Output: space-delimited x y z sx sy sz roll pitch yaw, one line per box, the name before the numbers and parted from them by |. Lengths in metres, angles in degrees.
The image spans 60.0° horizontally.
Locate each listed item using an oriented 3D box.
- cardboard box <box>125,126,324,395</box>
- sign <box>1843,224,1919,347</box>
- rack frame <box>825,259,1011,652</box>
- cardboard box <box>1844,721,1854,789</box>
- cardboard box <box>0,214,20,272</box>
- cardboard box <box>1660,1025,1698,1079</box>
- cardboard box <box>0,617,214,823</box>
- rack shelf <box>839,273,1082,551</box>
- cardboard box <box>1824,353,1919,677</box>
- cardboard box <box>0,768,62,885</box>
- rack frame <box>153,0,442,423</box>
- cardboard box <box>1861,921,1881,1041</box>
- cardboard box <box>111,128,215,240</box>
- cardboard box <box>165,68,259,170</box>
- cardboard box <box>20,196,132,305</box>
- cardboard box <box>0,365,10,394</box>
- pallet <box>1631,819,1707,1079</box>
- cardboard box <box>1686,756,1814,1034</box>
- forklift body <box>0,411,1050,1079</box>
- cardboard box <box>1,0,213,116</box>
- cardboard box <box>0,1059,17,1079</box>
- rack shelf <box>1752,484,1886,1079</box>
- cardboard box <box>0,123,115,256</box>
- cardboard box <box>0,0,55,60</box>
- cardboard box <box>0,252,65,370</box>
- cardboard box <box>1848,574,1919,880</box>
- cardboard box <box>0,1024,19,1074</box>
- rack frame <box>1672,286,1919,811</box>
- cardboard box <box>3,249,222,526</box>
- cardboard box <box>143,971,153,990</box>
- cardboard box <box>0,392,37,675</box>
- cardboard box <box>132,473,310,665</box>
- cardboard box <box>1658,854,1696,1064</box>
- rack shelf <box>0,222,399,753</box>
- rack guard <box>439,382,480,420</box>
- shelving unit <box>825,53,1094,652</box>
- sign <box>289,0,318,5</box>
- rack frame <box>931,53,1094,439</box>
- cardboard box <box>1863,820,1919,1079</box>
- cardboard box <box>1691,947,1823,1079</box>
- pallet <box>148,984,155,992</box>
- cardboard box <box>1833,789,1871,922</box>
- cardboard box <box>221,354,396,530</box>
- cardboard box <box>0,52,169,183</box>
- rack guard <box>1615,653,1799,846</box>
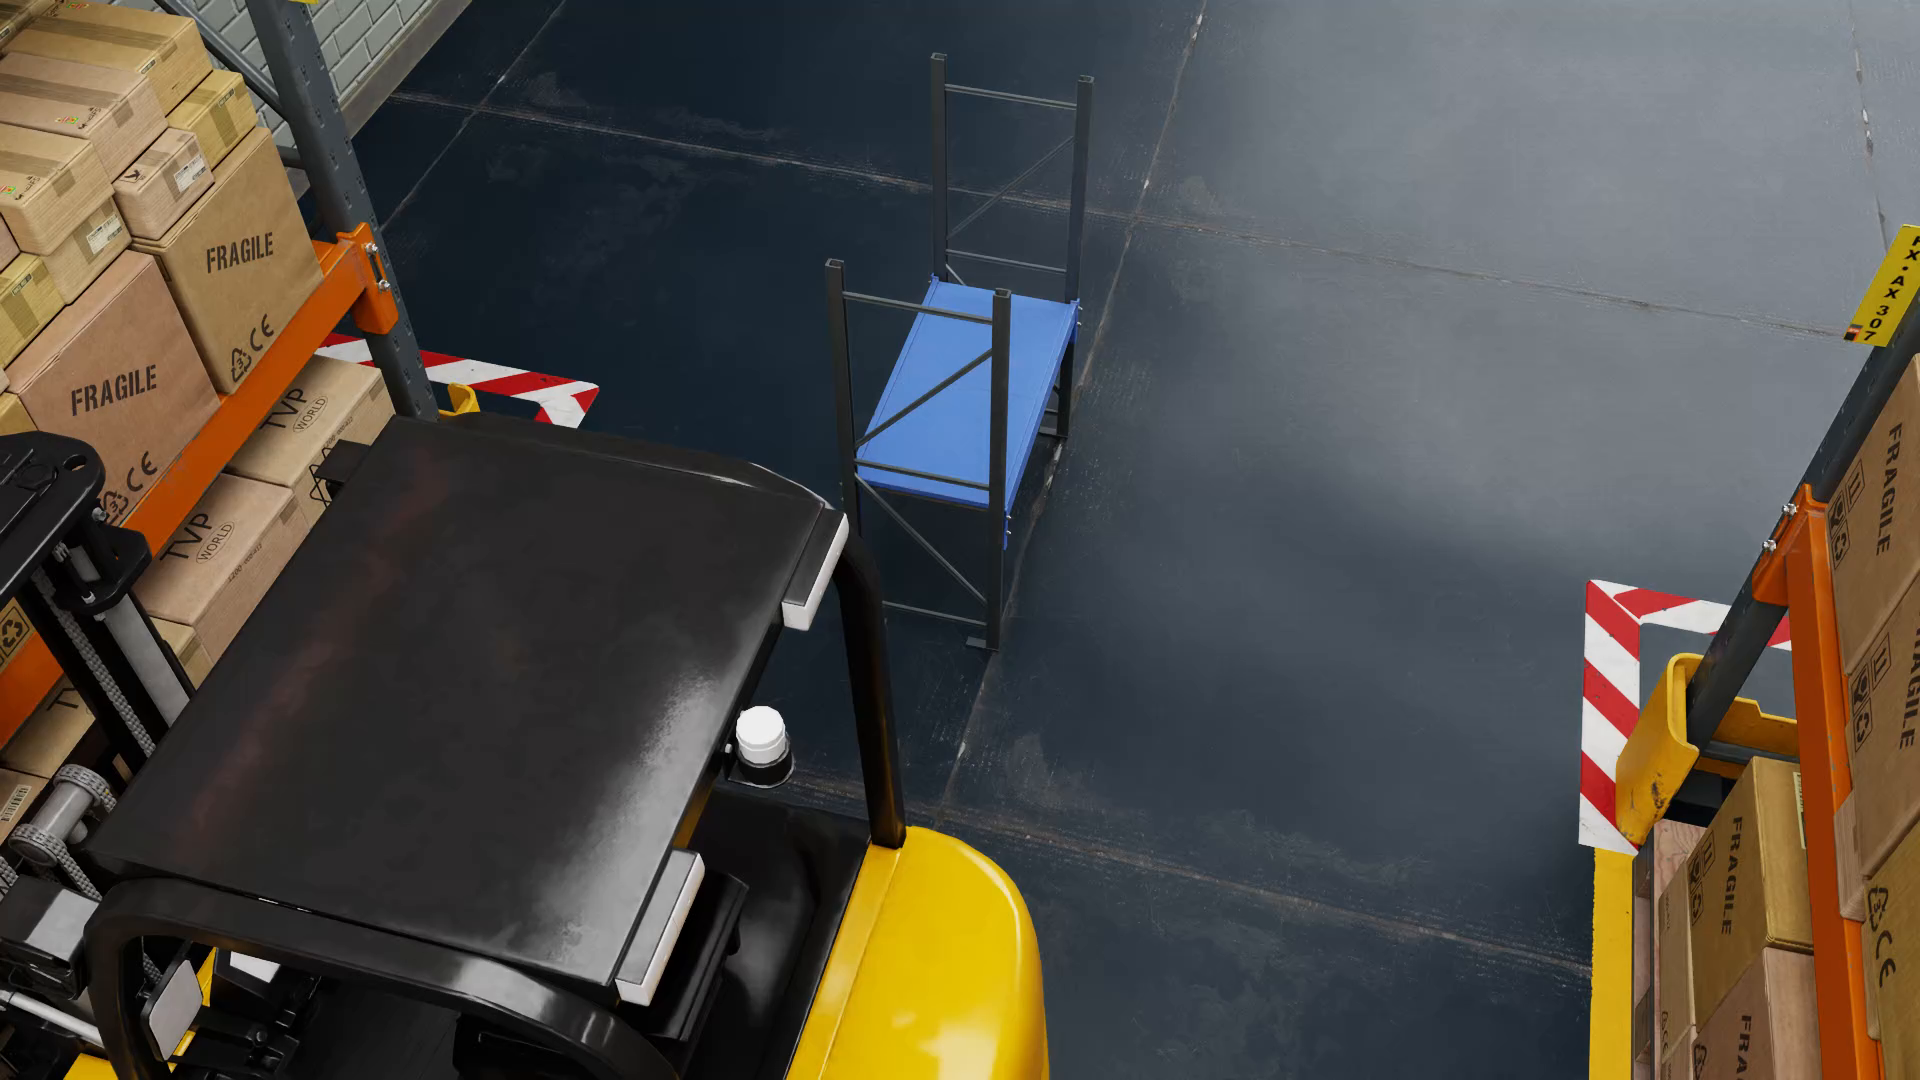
cardboard box | -2.081 -0.764 4.357 0.500 0.500 0.500 11 49 9
sign | 2.061 -0.556 3.662 0.100 0.325 0.005 12 50 10
rack frame | -0.111 -0.190 4.918 0.500 1.500 0.032 12 50 10
cardboard box | 2.095 0.487 3.487 0.380 0.149 0.250 10 49 9
cardboard box | -2.311 -0.640 3.617 0.380 0.149 0.250 12 50 10
cardboard box | 1.964 1.505 3.975 0.500 0.250 0.500 13 50 11
cardboard box | -2.277 0.433 4.254 0.500 0.250 0.500 12 50 11
rack shelf | 0.022 -0.439 5.377 0.538 0.185 1.000 12 50 10
cardboard box | 2.193 -0.006 3.490 0.500 0.500 0.500 11 49 9
cardboard box | -2.418 0.798 3.932 0.500 0.250 0.500 11 49 9
rack frame | -2.205 -1.139 4.755 1.000 3.000 0.127 12 50 10
cardboard box | 1.948 0.855 3.162 0.380 0.149 0.250 13 50 11
cardboard box | -2.064 -0.890 4.036 0.380 0.149 0.250 12 50 11
cardboard box | -2.026 -1.081 4.204 0.380 0.149 0.250 12 50 11
cardboard box | -2.192 -0.714 3.881 0.380 0.149 0.250 12 50 11
cardboard box | -2.293 -0.335 3.546 0.380 0.149 0.250 10 49 9
pallet | 2.317 1.396 4.377 1.003 0.211 1.213 12 50 10
cardboard box | 2.100 0.907 4.003 0.500 0.500 0.500 10 49 9
forklift body | -0.944 0.873 3.545 2.313 2.155 1.214 12 50 10
cardboard box | -2.096 -1.185 4.097 0.380 0.149 0.250 12 50 10
cardboard box | -2.558 1.345 3.783 0.500 0.250 0.500 11 50 10
rack shelf | 2.058 1.522 2.886 1.077 0.370 4.000 12 50 10
cardboard box | -2.174 -0.805 3.763 0.380 0.149 0.250 13 50 11
cardboard box | -2.499 -1.285 4.185 0.380 0.149 0.250 11 49 9
cardboard box | -2.268 -0.537 3.724 0.380 0.149 0.250 11 50 10
cardboard box | 2.059 0.369 3.158 0.500 0.500 0.500 13 50 11
cardboard box | -2.425 0.979 4.105 0.500 0.250 0.500 11 50 10
rack frame | 2.585 -0.162 3.893 1.000 3.000 0.127 12 50 10
cardboard box | -2.227 -0.391 4.028 0.500 0.500 0.500 13 50 11
cardboard box | -2.419 1.132 4.304 0.500 0.250 0.500 13 50 11
cardboard box | -2.361 -0.020 3.701 0.500 0.500 0.500 11 49 9
cardboard box | -2.154 0.066 4.578 0.500 0.250 0.500 12 50 11
cardboard box | 2.106 1.137 4.299 0.500 0.250 0.500 11 50 10
rack shelf | -2.731 0.546 3.748 1.077 0.370 4.000 12 50 10
rack guard | -2.199 -0.329 5.707 1.175 0.500 0.348 12 50 10
shelving unit | 0.022 -0.558 5.242 0.538 1.500 1.048 12 50 10
sign | -1.685 -1.484 4.128 0.100 0.325 0.005 12 50 10
rack frame | 0.156 -0.926 5.567 0.500 1.500 0.032 12 50 10
cardboard box | 1.926 0.738 2.833 0.500 0.500 0.500 11 49 9
cardboard box | 1.967 1.286 3.668 0.500 0.500 0.500 10 49 9
pallet | -2.689 1.225 4.528 1.003 0.211 1.213 12 50 10
cardboard box | 1.984 0.661 3.333 0.380 0.149 0.250 12 50 11
cardboard box | -2.025 -0.304 4.905 0.500 0.250 0.500 13 50 11
cardboard box | -2.131 -1.000 3.934 0.380 0.149 0.250 12 50 10
rack guard | 2.565 0.720 4.781 1.175 0.500 0.348 12 50 10
